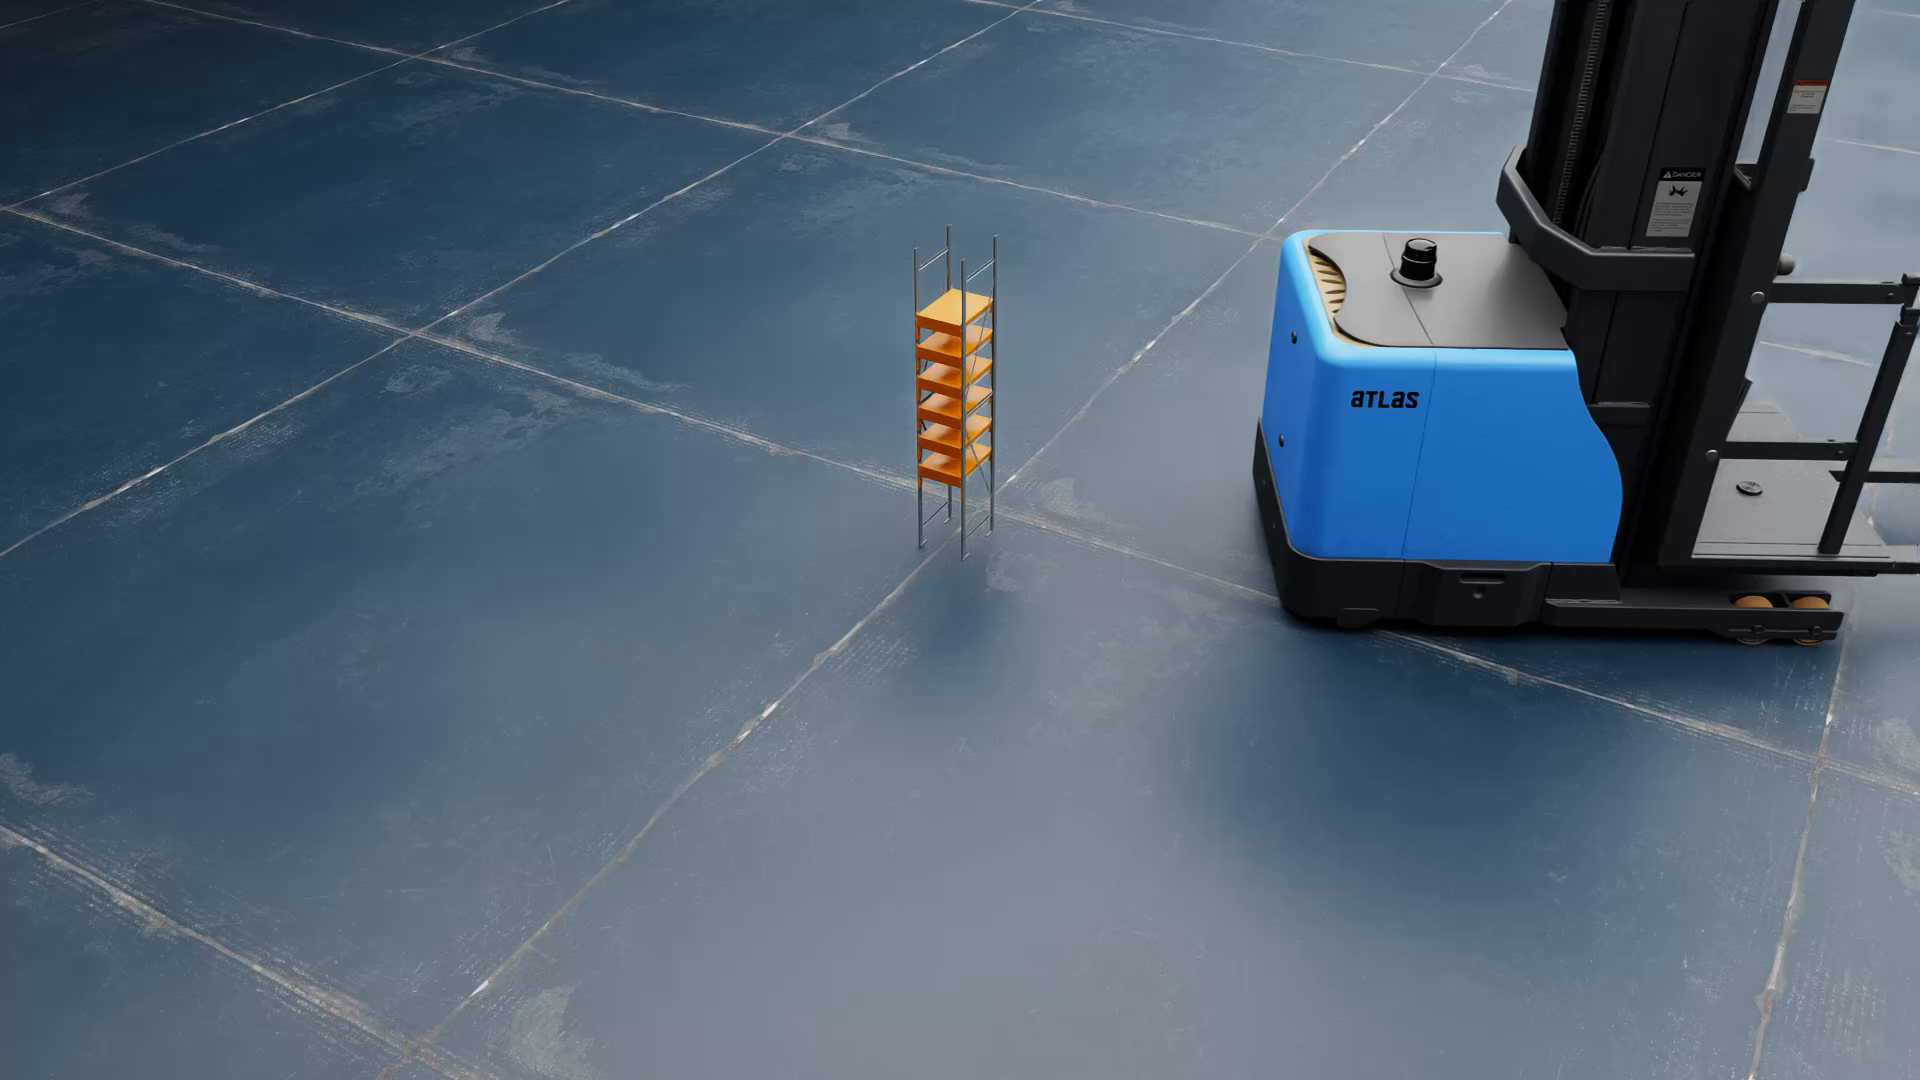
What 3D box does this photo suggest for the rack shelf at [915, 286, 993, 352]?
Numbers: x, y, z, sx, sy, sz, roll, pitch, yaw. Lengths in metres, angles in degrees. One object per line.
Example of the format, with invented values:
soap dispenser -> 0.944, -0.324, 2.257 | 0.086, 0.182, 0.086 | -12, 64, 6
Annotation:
rack shelf -> -0.013, -0.766, 5.749 | 0.180, 0.103, 0.258 | 18, 37, 24

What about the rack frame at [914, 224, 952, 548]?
rack frame -> -0.092, -0.529, 5.961 | 0.006, 1.200, 0.240 | 18, 37, 24

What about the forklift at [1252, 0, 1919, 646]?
forklift -> 2.645, -1.160, 5.347 | 3.031, 2.935, 1.130 | 1, 34, 2

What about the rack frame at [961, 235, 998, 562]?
rack frame -> 0.067, -0.478, 5.886 | 0.006, 1.200, 0.240 | 18, 37, 24

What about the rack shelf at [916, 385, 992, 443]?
rack shelf -> -0.013, -0.466, 5.948 | 0.180, 0.103, 0.258 | 18, 37, 24

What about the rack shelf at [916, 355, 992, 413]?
rack shelf -> -0.013, -0.566, 5.882 | 0.180, 0.103, 0.258 | 18, 37, 24

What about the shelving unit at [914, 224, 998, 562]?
shelving unit -> -0.013, -0.503, 5.923 | 0.189, 1.200, 0.258 | 18, 37, 24

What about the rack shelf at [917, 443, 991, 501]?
rack shelf -> -0.013, -0.267, 6.081 | 0.180, 0.103, 0.258 | 18, 37, 24

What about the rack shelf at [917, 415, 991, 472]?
rack shelf -> -0.013, -0.367, 6.015 | 0.180, 0.103, 0.258 | 18, 37, 24

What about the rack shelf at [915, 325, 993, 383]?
rack shelf -> -0.013, -0.666, 5.815 | 0.180, 0.103, 0.258 | 18, 37, 24
